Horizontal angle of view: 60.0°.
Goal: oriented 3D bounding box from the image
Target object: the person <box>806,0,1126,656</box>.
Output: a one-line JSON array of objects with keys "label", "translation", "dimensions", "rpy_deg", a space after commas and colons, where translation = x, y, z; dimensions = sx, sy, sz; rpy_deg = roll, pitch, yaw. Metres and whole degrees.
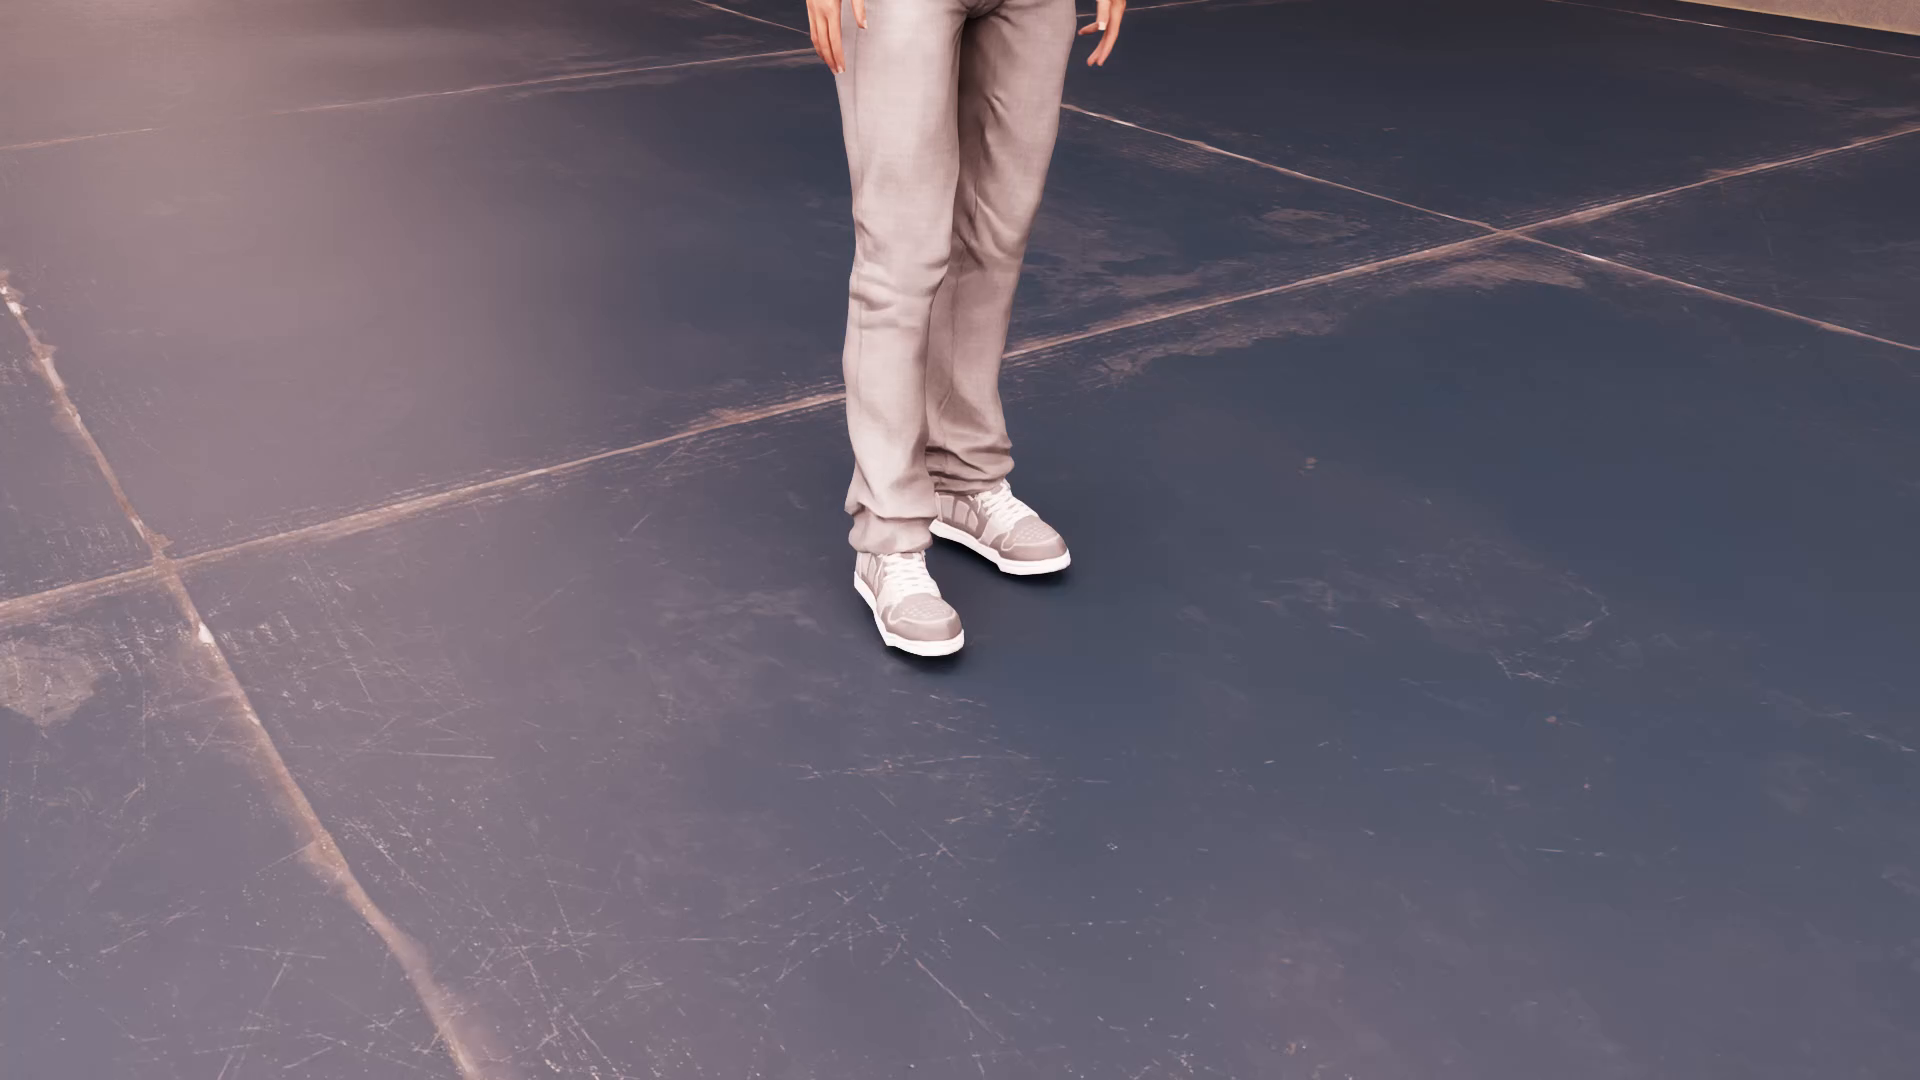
[{"label": "person", "translation": [0.030, -0.690, 2.077], "dimensions": [0.520, 1.597, 0.475], "rpy_deg": [-17, 31, -31]}]
